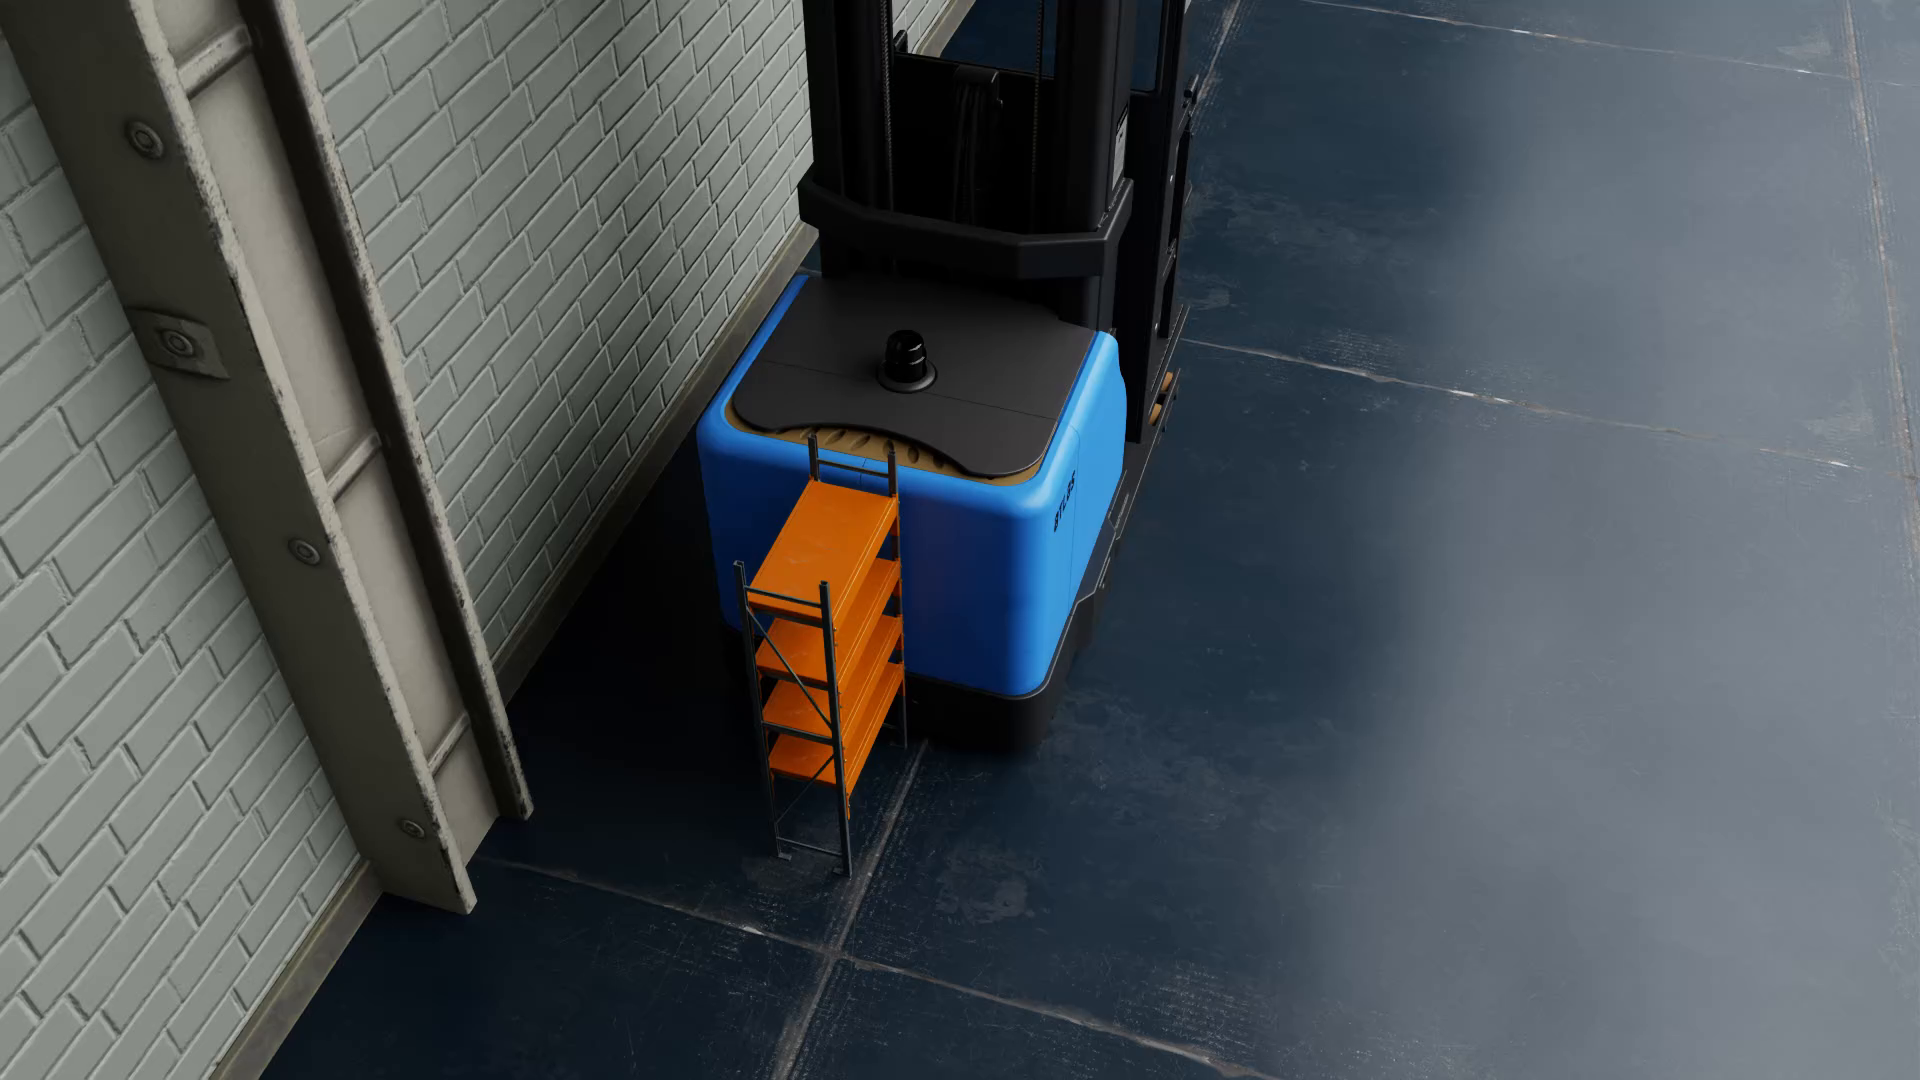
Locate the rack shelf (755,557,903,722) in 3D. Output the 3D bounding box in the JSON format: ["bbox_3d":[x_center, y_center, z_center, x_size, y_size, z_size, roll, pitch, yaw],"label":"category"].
[{"bbox_3d":[-0.352,0.233,4.430,0.258,0.148,0.480,13,46,12],"label":"rack shelf"}]

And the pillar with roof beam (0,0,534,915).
[{"bbox_3d":[2.634,-1.414,0.761,9.100,9.000,0.400,13,46,13],"label":"pillar with roof beam"}]

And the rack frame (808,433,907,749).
[{"bbox_3d":[-0.279,0.182,4.706,0.240,1.200,0.015,13,46,12],"label":"rack frame"}]

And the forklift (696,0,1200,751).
[{"bbox_3d":[0.189,-1.462,5.149,1.130,2.935,3.031,13,46,13],"label":"forklift"}]

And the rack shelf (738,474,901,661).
[{"bbox_3d":[-0.352,0.064,4.265,0.258,0.148,0.480,13,46,12],"label":"rack shelf"}]

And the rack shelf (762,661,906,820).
[{"bbox_3d":[-0.352,0.535,4.726,0.258,0.148,0.480,13,46,12],"label":"rack shelf"}]

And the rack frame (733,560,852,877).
[{"bbox_3d":[-0.426,0.508,4.373,0.240,1.200,0.015,13,46,12],"label":"rack frame"}]

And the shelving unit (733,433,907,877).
[{"bbox_3d":[-0.352,0.345,4.540,0.258,1.200,0.503,13,46,12],"label":"shelving unit"}]

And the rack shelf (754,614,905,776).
[{"bbox_3d":[-0.352,0.393,4.587,0.258,0.148,0.480,13,46,12],"label":"rack shelf"}]
